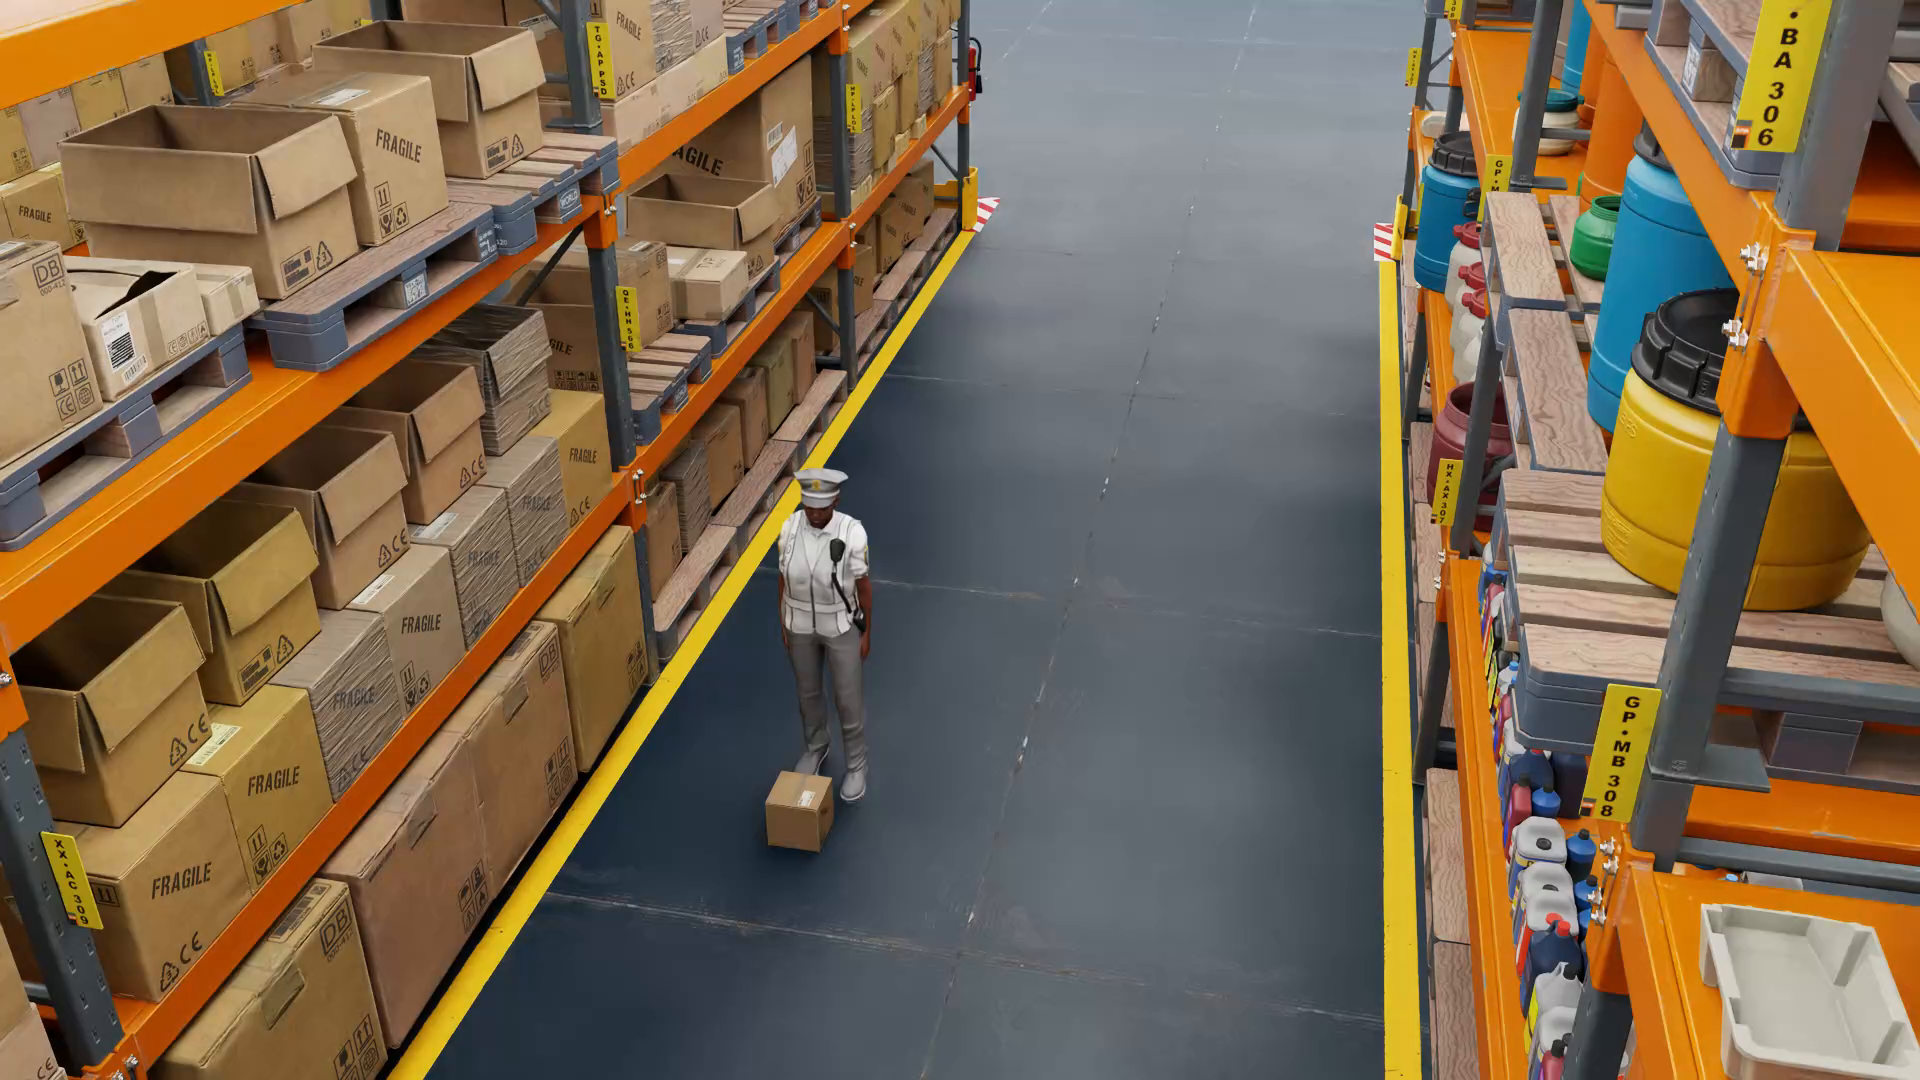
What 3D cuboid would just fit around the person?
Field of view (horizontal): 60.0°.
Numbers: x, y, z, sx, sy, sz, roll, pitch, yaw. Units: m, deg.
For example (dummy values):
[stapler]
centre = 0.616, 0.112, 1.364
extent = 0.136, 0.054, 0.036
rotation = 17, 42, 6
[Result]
[person]
centre = -0.644, 0.429, 7.821
extent = 0.451, 1.681, 0.390
rotation = 6, 30, 11
